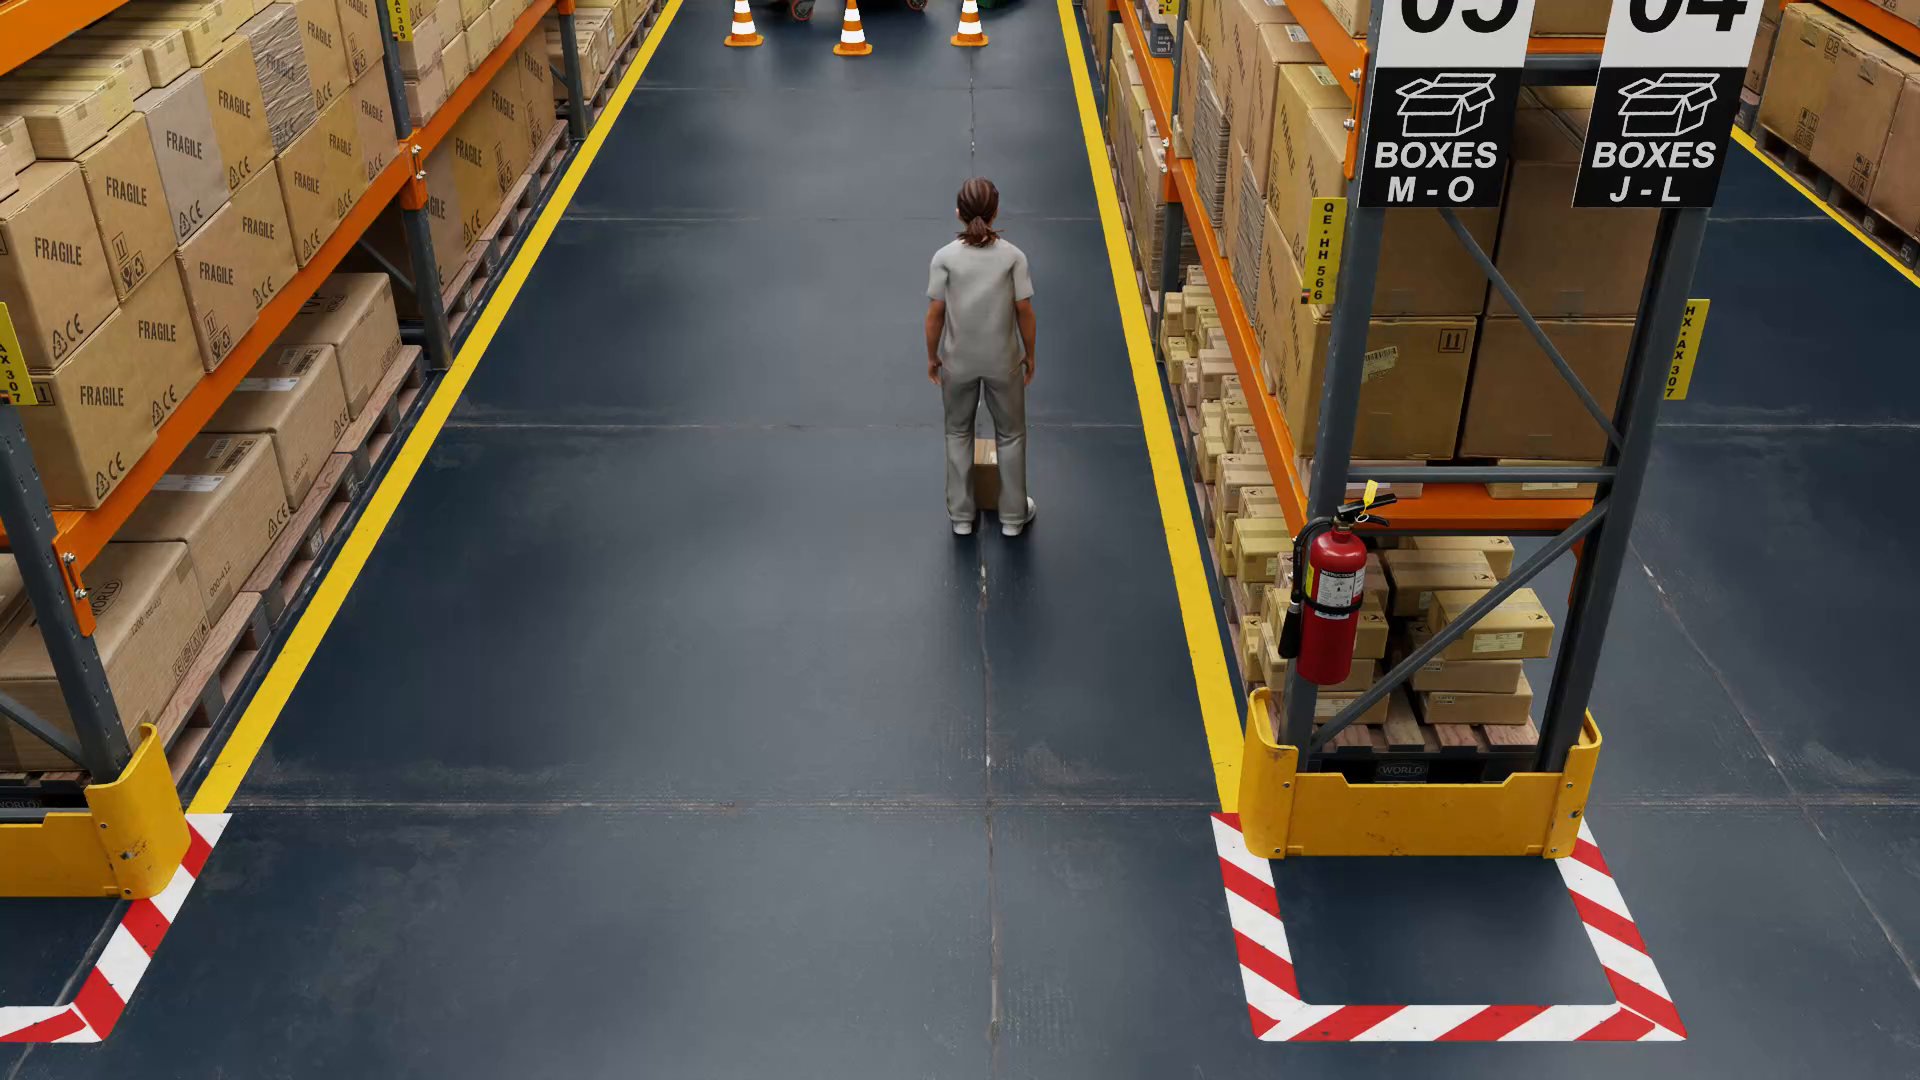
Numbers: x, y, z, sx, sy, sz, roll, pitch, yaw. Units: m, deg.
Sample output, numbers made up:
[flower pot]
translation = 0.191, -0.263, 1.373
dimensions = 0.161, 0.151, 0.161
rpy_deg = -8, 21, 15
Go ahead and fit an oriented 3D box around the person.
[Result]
[person]
translation = 0.102, -0.791, 7.421
dimensions = 0.509, 1.671, 0.361
rpy_deg = 1, 32, 2
